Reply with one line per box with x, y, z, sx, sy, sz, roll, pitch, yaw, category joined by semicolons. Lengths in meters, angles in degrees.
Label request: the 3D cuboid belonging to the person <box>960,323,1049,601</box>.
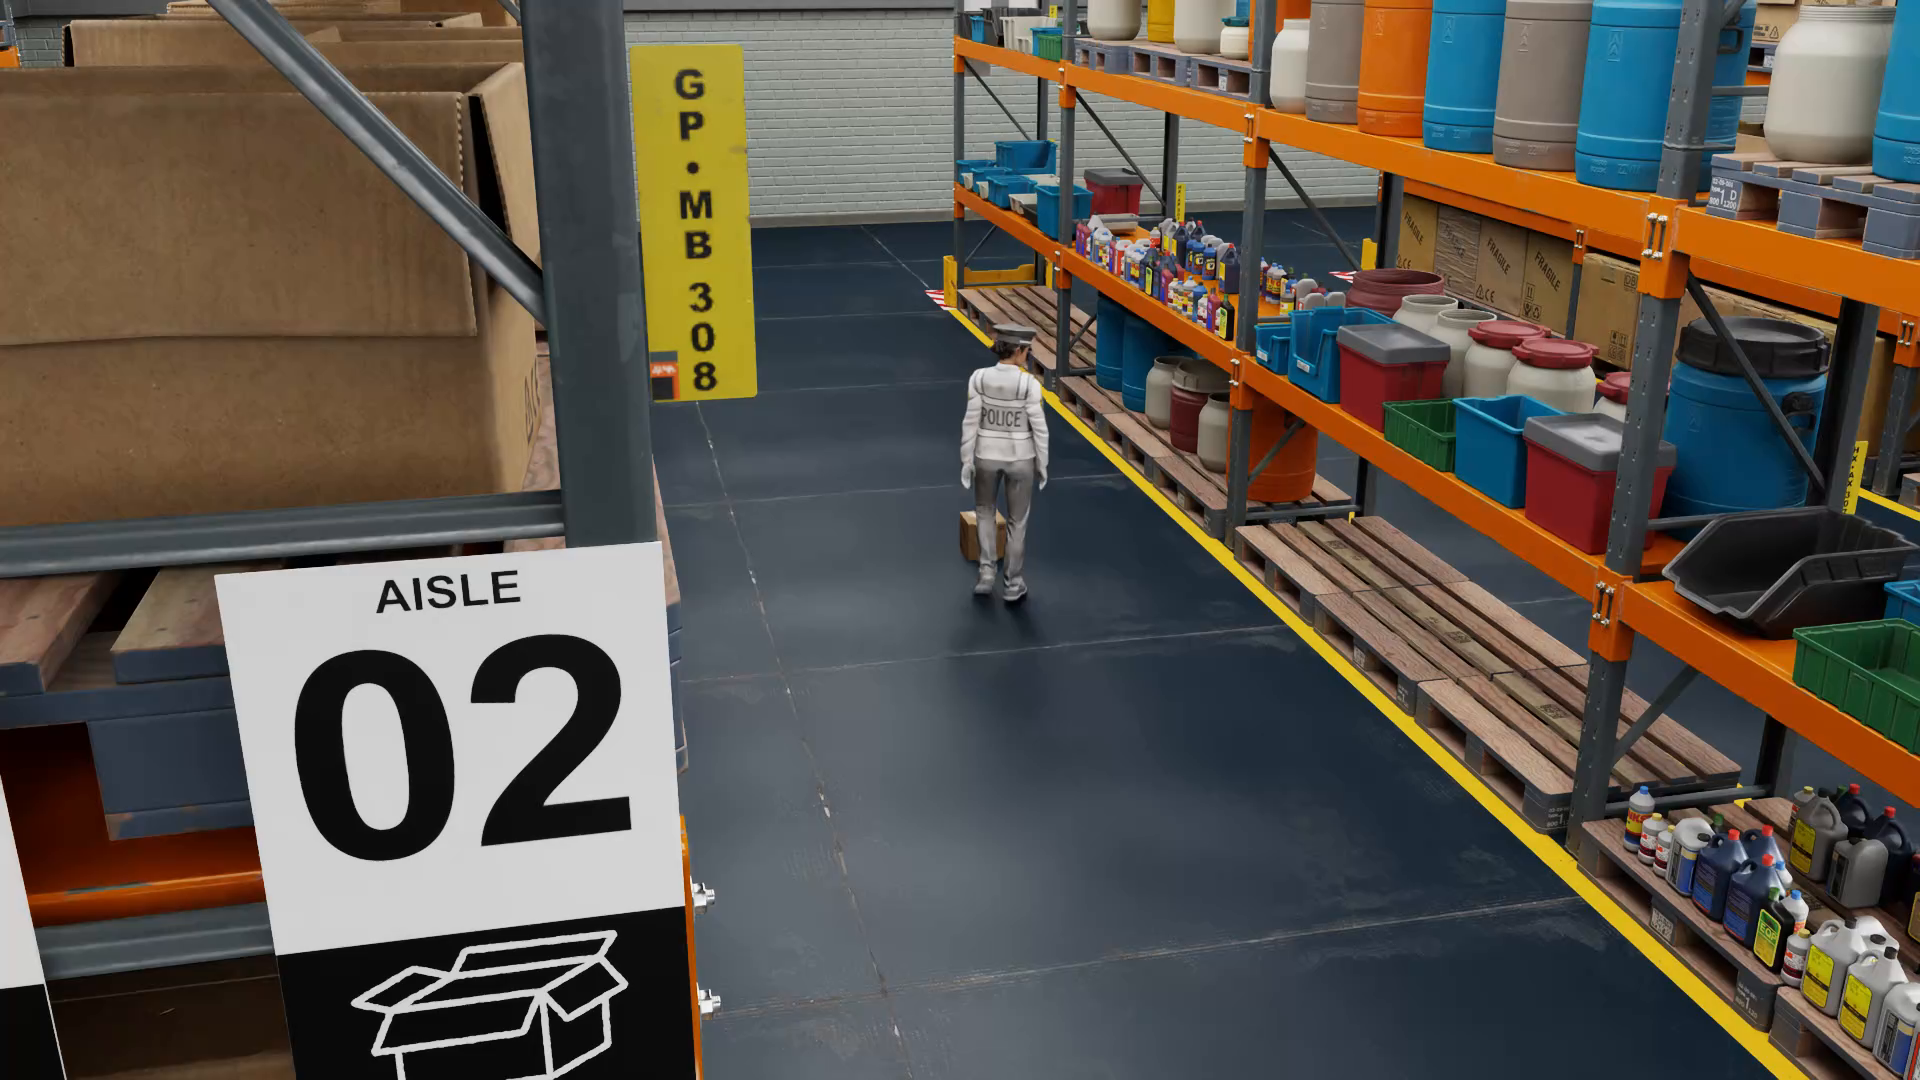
0.282;-0.434;9.775;0.517;1.709;0.380;6;20;15;person
